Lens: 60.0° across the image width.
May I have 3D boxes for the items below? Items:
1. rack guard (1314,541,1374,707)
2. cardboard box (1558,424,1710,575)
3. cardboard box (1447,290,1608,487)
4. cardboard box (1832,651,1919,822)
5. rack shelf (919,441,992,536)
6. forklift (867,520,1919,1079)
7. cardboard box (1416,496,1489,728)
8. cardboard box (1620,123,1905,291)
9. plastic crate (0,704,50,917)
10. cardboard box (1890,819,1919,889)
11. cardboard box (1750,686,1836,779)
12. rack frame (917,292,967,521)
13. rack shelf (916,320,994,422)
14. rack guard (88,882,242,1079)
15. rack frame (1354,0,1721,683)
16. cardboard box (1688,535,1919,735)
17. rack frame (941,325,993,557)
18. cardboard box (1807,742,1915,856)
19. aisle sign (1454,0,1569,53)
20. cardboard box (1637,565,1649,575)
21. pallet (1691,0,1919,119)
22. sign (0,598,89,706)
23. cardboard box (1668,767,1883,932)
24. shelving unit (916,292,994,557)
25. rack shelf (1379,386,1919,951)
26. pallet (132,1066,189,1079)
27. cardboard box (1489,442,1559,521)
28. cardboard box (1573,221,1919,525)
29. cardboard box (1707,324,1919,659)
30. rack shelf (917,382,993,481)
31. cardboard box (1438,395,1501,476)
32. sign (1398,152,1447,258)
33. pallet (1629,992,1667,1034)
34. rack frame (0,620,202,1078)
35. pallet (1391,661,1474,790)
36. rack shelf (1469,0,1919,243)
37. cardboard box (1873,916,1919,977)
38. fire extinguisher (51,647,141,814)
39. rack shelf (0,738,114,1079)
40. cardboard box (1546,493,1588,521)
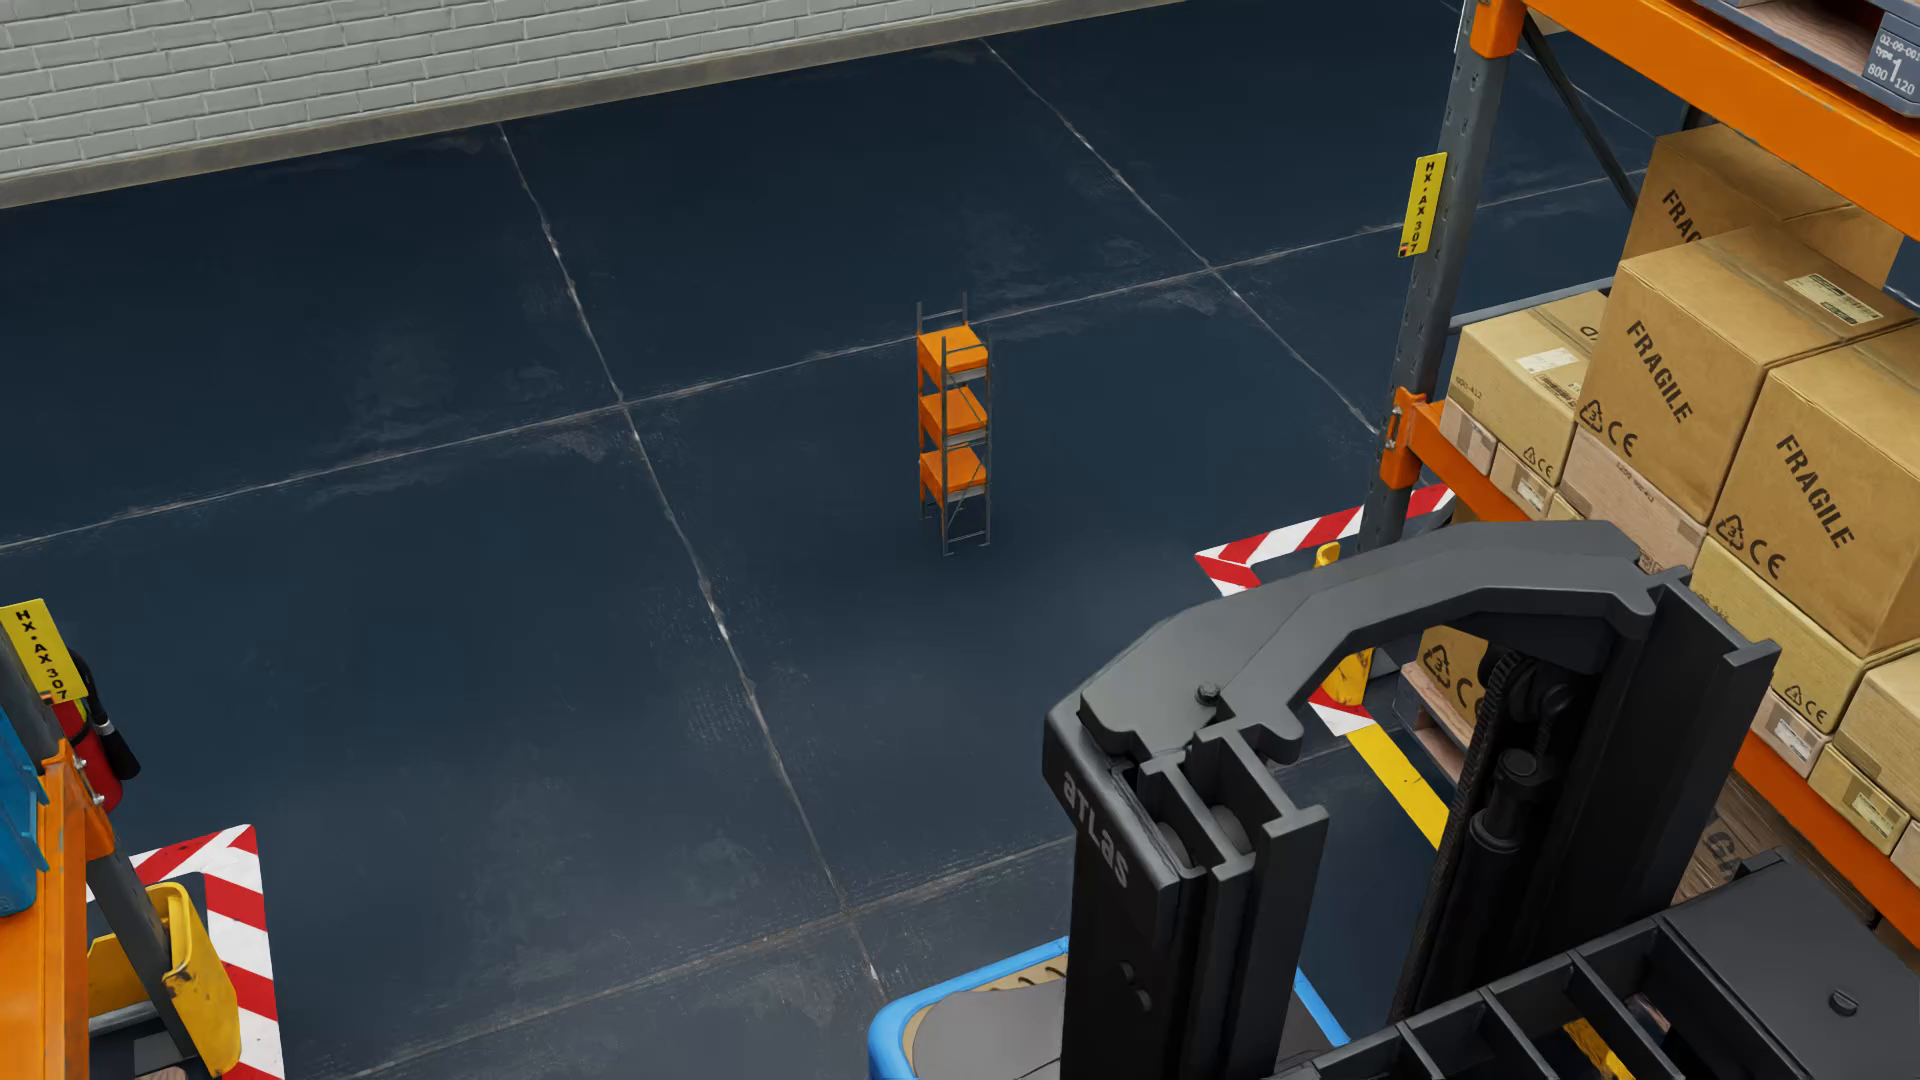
[{"bbox_3d":[1.857,0.180,6.157,1.175,0.500,0.348,-15,43,-17],"label":"rack guard"},{"bbox_3d":[2.005,-0.141,4.501,0.500,0.250,0.500,-16,43,-17],"label":"cardboard box"},{"bbox_3d":[1.800,-0.453,4.863,0.500,0.250,0.500,-16,43,-18],"label":"cardboard box"},{"bbox_3d":[2.399,0.475,3.784,0.500,0.250,0.500,-16,43,-18],"label":"cardboard box"},{"bbox_3d":[-0.020,-0.212,6.633,0.215,0.259,0.240,-15,43,-17],"label":"rack shelf"},{"bbox_3d":[0.826,1.545,2.706,1.130,2.935,3.031,-16,43,-18],"label":"forklift"},{"bbox_3d":[2.185,0.259,5.456,0.875,0.875,0.875,-15,43,-17],"label":"cardboard box"},{"bbox_3d":[2.295,-0.866,4.768,0.500,0.500,0.500,-15,43,-16],"label":"cardboard box"},{"bbox_3d":[-2.409,0.601,3.677,0.616,0.435,0.499,-15,43,-17],"label":"plastic crate"},{"bbox_3d":[2.389,0.722,3.803,0.380,0.149,0.250,-14,43,-16],"label":"cardboard box"},{"bbox_3d":[2.191,0.412,4.163,0.380,0.149,0.250,-16,43,-17],"label":"cardboard box"},{"bbox_3d":[-0.067,-0.504,6.531,0.200,1.050,0.008,-15,43,-17],"label":"rack frame"},{"bbox_3d":[-0.020,-0.637,6.267,0.215,0.259,0.240,-15,43,-17],"label":"rack shelf"},{"bbox_3d":[-2.731,1.419,4.717,1.175,0.500,0.348,-15,43,-17],"label":"rack guard"},{"bbox_3d":[1.866,-0.753,5.326,1.000,3.000,0.127,-15,43,-17],"label":"rack frame"},{"bbox_3d":[2.194,0.162,4.148,0.500,0.250,0.500,-16,43,-18],"label":"cardboard box"},{"bbox_3d":[0.026,-0.357,6.360,0.200,1.050,0.008,-15,43,-17],"label":"rack frame"},{"bbox_3d":[2.287,0.564,3.986,0.380,0.149,0.250,-16,43,-18],"label":"cardboard box"},{"bbox_3d":[1.562,-1.708,4.441,0.394,0.787,0.004,-15,43,-17],"label":"aisle sign"},{"bbox_3d":[1.996,0.103,4.522,0.380,0.149,0.250,-16,43,-18],"label":"cardboard box"},{"bbox_3d":[2.160,-1.413,3.860,1.003,0.211,1.213,-15,43,-17],"label":"pallet"},{"bbox_3d":[-2.208,0.273,4.006,0.100,0.325,0.005,-15,43,-17],"label":"sign"},{"bbox_3d":[2.533,0.807,4.819,0.875,0.875,0.875,-15,43,-17],"label":"cardboard box"},{"bbox_3d":[-0.020,-0.430,6.445,0.215,1.050,0.252,-15,43,-17],"label":"shelving unit"},{"bbox_3d":[2.632,0.724,4.159,1.077,0.370,4.000,-15,43,-17],"label":"rack shelf"},{"bbox_3d":[-2.430,2.046,4.209,1.003,0.211,1.213,-15,43,-17],"label":"pallet"},{"bbox_3d":[1.797,-0.208,4.884,0.380,0.149,0.250,-16,43,-17],"label":"cardboard box"},{"bbox_3d":[1.992,-0.436,4.268,0.500,0.500,0.500,-16,43,-18],"label":"cardboard box"},{"bbox_3d":[2.196,-0.125,3.907,0.500,0.500,0.500,-16,43,-18],"label":"cardboard box"},{"bbox_3d":[-0.020,-0.422,6.452,0.215,0.259,0.240,-15,43,-17],"label":"rack shelf"},{"bbox_3d":[1.697,-0.362,5.063,0.380,0.149,0.250,-15,43,-16],"label":"cardboard box"},{"bbox_3d":[1.351,-0.977,4.861,0.100,0.325,0.005,-15,43,-17],"label":"sign"},{"bbox_3d":[2.707,1.500,4.844,1.003,0.211,1.213,-15,43,-17],"label":"pallet"},{"bbox_3d":[-2.710,0.482,3.889,1.000,3.000,0.127,-15,43,-17],"label":"rack frame"},{"bbox_3d":[2.244,0.766,5.697,1.003,0.211,1.213,-15,43,-17],"label":"pallet"},{"bbox_3d":[2.632,-0.413,3.181,1.077,0.370,4.000,-15,43,-17],"label":"rack shelf"},{"bbox_3d":[2.874,1.343,4.195,0.875,0.875,0.875,-15,43,-17],"label":"cardboard box"},{"bbox_3d":[-2.348,0.449,4.273,0.296,0.674,0.183,-15,43,-17],"label":"fire extinguisher"},{"bbox_3d":[-1.945,1.960,2.722,1.077,0.370,4.000,-15,43,-17],"label":"rack shelf"},{"bbox_3d":[1.895,-0.054,4.704,0.380,0.149,0.250,-16,43,-18],"label":"cardboard box"}]
